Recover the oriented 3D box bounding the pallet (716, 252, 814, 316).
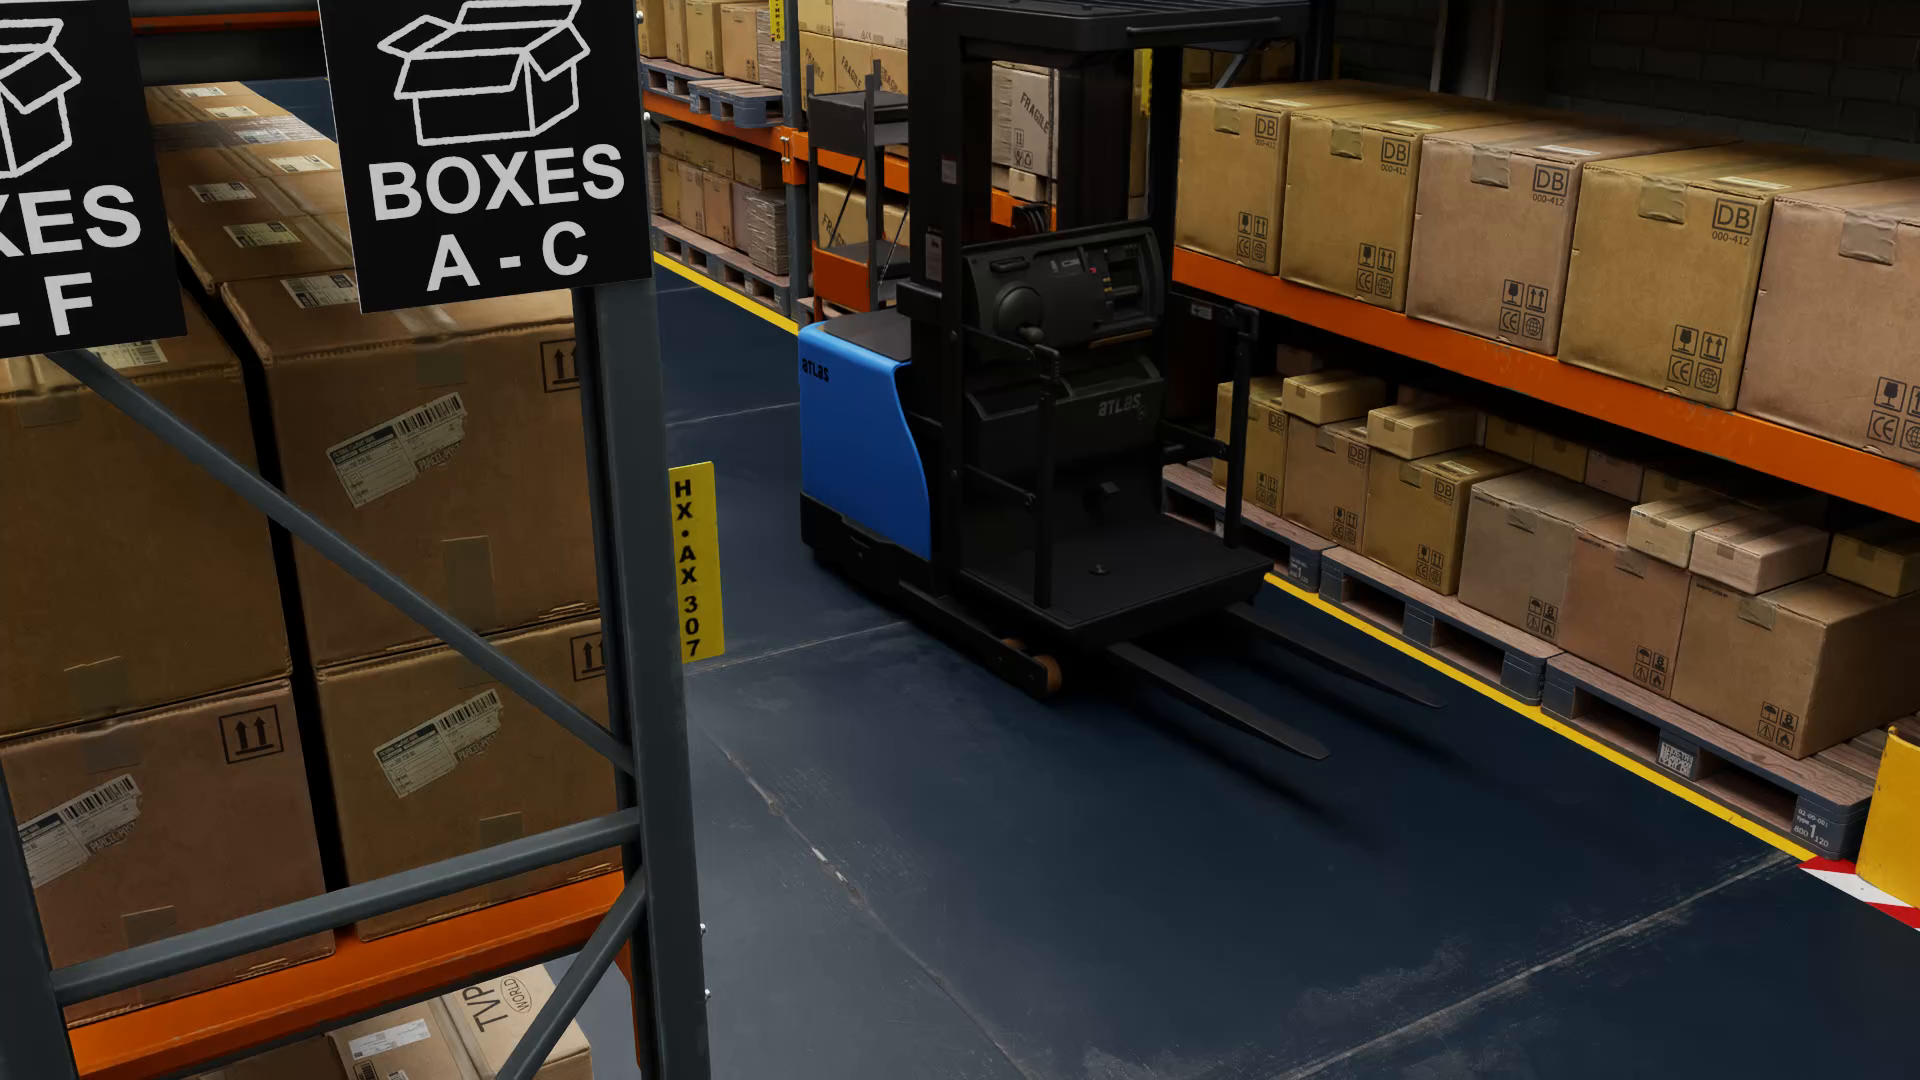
[{"bbox_3d":[-1.115,-1.960,12.352,1.003,0.211,1.213,-13,25,-28],"label":"pallet"}]

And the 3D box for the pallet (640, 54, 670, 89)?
[{"bbox_3d":[-2.495,-3.929,13.748,1.003,0.211,1.213,-13,25,-28],"label":"pallet"}]

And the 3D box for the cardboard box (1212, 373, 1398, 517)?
[{"bbox_3d":[1.620,-0.478,7.766,0.700,0.500,0.500,-12,25,-28],"label":"cardboard box"}]

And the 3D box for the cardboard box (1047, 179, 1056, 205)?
[{"bbox_3d":[0.668,-1.821,8.615,0.380,0.149,0.250,-12,25,-27],"label":"cardboard box"}]

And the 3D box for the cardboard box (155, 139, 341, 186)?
[{"bbox_3d":[-1.672,-0.653,3.974,0.500,0.500,0.500,-13,25,-29],"label":"cardboard box"}]

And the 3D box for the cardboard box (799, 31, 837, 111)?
[{"bbox_3d":[-0.689,-2.985,10.618,0.500,0.500,0.500,-12,25,-27],"label":"cardboard box"}]

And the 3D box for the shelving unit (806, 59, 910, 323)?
[{"bbox_3d":[-0.390,-1.152,7.857,0.431,2.100,0.503,-15,27,-33],"label":"shelving unit"}]

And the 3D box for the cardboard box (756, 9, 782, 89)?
[{"bbox_3d":[-0.966,-3.399,11.472,0.700,0.500,0.500,-16,27,-34],"label":"cardboard box"}]

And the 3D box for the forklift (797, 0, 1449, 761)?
[{"bbox_3d":[0.549,-0.965,6.293,1.130,2.935,3.031,-15,27,-33],"label":"forklift"}]

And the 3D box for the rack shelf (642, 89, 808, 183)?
[{"bbox_3d":[-1.739,-3.312,12.932,1.077,0.370,4.000,-13,25,-28],"label":"rack shelf"}]

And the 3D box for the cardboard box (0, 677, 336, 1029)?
[{"bbox_3d":[-1.350,0.407,2.695,0.500,0.500,0.500,-12,25,-27],"label":"cardboard box"}]

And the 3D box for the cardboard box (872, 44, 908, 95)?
[{"bbox_3d":[-0.177,-2.653,9.800,0.500,0.500,0.500,-13,25,-28],"label":"cardboard box"}]

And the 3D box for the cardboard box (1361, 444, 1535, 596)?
[{"bbox_3d":[2.134,-0.148,6.955,0.700,0.500,0.500,-12,25,-27],"label":"cardboard box"}]

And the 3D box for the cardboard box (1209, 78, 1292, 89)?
[{"bbox_3d":[1.308,-2.094,8.426,0.500,0.500,0.500,-14,26,-30],"label":"cardboard box"}]

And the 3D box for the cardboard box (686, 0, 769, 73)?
[{"bbox_3d":[-1.621,-3.798,12.454,0.700,0.500,0.500,-13,25,-28],"label":"cardboard box"}]

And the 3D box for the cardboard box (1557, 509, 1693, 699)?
[{"bbox_3d":[2.670,0.186,6.133,0.700,0.500,0.500,-13,25,-28],"label":"cardboard box"}]

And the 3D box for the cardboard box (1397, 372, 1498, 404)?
[{"bbox_3d":[2.123,-0.608,7.225,0.380,0.149,0.250,-14,26,-30],"label":"cardboard box"}]

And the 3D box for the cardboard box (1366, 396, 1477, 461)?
[{"bbox_3d":[1.905,-0.464,6.869,0.380,0.149,0.250,-13,26,-30],"label":"cardboard box"}]

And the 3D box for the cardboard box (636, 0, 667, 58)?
[{"bbox_3d":[-2.250,-4.190,13.418,0.700,0.500,0.500,-10,24,-23],"label":"cardboard box"}]

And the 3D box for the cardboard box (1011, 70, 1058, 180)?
[{"bbox_3d":[0.605,-2.161,8.590,0.500,0.500,0.500,-12,25,-28],"label":"cardboard box"}]

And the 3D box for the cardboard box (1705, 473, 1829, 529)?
[{"bbox_3d":[2.902,-0.115,6.011,0.380,0.149,0.250,-13,25,-28],"label":"cardboard box"}]

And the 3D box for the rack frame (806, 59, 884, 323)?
[{"bbox_3d":[-0.534,-1.226,8.039,0.400,2.100,0.015,-15,27,-33],"label":"rack frame"}]

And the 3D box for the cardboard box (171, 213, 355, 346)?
[{"bbox_3d":[-1.161,-0.326,3.170,0.500,0.500,0.500,-12,25,-28],"label":"cardboard box"}]

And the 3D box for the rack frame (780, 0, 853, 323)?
[{"bbox_3d":[-0.717,-2.998,11.204,1.000,3.000,0.127,-13,25,-28],"label":"rack frame"}]

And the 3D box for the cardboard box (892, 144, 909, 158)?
[{"bbox_3d":[-0.189,-2.414,10.075,0.380,0.149,0.250,-12,25,-27],"label":"cardboard box"}]

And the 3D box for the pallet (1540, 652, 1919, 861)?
[{"bbox_3d":[2.894,0.640,5.958,1.003,0.211,1.213,-13,25,-28],"label":"pallet"}]

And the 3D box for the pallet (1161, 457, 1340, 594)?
[{"bbox_3d":[1.648,-0.150,7.901,1.003,0.211,1.213,-13,25,-28],"label":"pallet"}]

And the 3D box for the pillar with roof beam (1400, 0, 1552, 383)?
[{"bbox_3d":[-1.273,-3.594,4.704,9.100,9.000,0.400,-13,25,-28],"label":"pillar with roof beam"}]

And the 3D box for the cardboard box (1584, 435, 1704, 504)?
[{"bbox_3d":[2.644,-0.278,6.412,0.380,0.149,0.250,-12,25,-27],"label":"cardboard box"}]

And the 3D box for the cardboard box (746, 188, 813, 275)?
[{"bbox_3d":[-1.130,-2.267,12.141,0.700,0.500,0.500,-12,25,-27],"label":"cardboard box"}]

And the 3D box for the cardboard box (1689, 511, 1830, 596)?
[{"bbox_3d":[2.704,0.041,5.628,0.380,0.149,0.250,-13,25,-29],"label":"cardboard box"}]

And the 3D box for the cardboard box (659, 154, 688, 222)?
[{"bbox_3d":[-2.063,-2.946,13.812,0.700,0.500,0.500,-13,26,-29],"label":"cardboard box"}]

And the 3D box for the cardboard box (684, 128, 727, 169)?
[{"bbox_3d":[-1.873,-3.142,13.296,0.500,0.250,0.500,-13,26,-30],"label":"cardboard box"}]

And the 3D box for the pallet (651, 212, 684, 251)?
[{"bbox_3d":[-2.361,-2.749,14.296,1.003,0.211,1.213,-13,25,-28],"label":"pallet"}]

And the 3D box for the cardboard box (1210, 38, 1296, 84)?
[{"bbox_3d":[1.315,-2.443,8.288,0.500,0.250,0.500,-12,25,-27],"label":"cardboard box"}]

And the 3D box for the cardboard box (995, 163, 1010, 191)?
[{"bbox_3d":[0.414,-1.987,9.023,0.380,0.149,0.250,-13,25,-28],"label":"cardboard box"}]

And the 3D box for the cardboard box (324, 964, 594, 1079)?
[{"bbox_3d":[-1.176,1.223,3.886,0.500,0.250,0.500,-13,25,-28],"label":"cardboard box"}]

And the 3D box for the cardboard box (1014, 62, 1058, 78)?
[{"bbox_3d":[0.615,-2.513,8.461,0.500,0.250,0.500,-12,25,-27],"label":"cardboard box"}]

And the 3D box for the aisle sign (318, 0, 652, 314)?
[{"bbox_3d":[-0.600,-0.693,2.081,0.394,0.787,0.004,-13,25,-28],"label":"aisle sign"}]

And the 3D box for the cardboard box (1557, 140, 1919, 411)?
[{"bbox_3d":[2.719,-0.944,5.752,0.980,0.700,0.700,-13,25,-29],"label":"cardboard box"}]

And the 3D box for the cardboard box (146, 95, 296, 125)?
[{"bbox_3d":[-2.185,-0.980,4.777,0.500,0.500,0.500,-13,26,-29],"label":"cardboard box"}]

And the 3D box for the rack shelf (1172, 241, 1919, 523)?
[{"bbox_3d":[2.348,-0.723,6.561,1.077,0.370,4.000,-13,25,-28],"label":"rack shelf"}]

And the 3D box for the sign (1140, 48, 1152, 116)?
[{"bbox_3d":[0.865,-2.096,7.551,0.100,0.325,0.005,-13,25,-28],"label":"sign"}]

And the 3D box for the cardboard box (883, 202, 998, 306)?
[{"bbox_3d":[-0.012,-1.649,10.181,0.750,0.750,0.750,-13,25,-28],"label":"cardboard box"}]

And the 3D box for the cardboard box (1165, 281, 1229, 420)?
[{"bbox_3d":[0.883,-1.087,8.800,0.750,0.750,0.750,-12,25,-28],"label":"cardboard box"}]

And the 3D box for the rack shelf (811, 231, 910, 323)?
[{"bbox_3d":[-0.390,-1.139,7.862,0.431,0.518,0.480,-15,27,-33],"label":"rack shelf"}]

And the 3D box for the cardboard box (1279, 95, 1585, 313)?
[{"bbox_3d":[1.958,-1.426,6.938,0.980,0.700,0.700,-13,26,-30],"label":"cardboard box"}]

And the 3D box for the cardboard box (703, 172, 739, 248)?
[{"bbox_3d":[-1.571,-2.612,12.988,0.700,0.500,0.500,-13,25,-29],"label":"cardboard box"}]

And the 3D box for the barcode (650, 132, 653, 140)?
[{"bbox_3d":[-2.830,-3.708,15.261,0.001,0.075,0.075,-13,25,-28],"label":"barcode"}]

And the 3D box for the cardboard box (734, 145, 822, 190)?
[{"bbox_3d":[-1.367,-2.811,12.483,0.500,0.250,0.500,-12,25,-27],"label":"cardboard box"}]

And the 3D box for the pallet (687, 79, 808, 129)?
[{"bbox_3d":[-1.173,-3.120,11.757,1.213,0.211,1.003,-13,25,-28],"label":"pallet"}]

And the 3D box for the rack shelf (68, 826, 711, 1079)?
[{"bbox_3d":[-1.909,0.231,4.214,1.077,0.370,4.000,-13,25,-28],"label":"rack shelf"}]

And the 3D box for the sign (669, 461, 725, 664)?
[{"bbox_3d":[-0.421,0.040,2.580,0.100,0.325,0.005,-13,25,-28],"label":"sign"}]

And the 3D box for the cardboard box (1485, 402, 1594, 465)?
[{"bbox_3d":[2.384,-0.443,6.818,0.380,0.149,0.250,-13,26,-29],"label":"cardboard box"}]

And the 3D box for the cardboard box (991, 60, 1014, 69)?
[{"bbox_3d":[0.354,-2.679,8.868,0.500,0.250,0.500,-12,25,-27],"label":"cardboard box"}]

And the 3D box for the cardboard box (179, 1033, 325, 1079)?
[{"bbox_3d":[-1.836,1.174,4.008,0.500,0.250,0.500,-13,25,-28],"label":"cardboard box"}]

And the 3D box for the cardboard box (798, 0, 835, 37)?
[{"bbox_3d":[-0.692,-3.333,10.478,0.500,0.250,0.500,-12,25,-27],"label":"cardboard box"}]

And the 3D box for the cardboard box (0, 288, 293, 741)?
[{"bbox_3d":[-1.351,-0.055,2.503,0.500,0.500,0.500,-13,25,-29],"label":"cardboard box"}]
